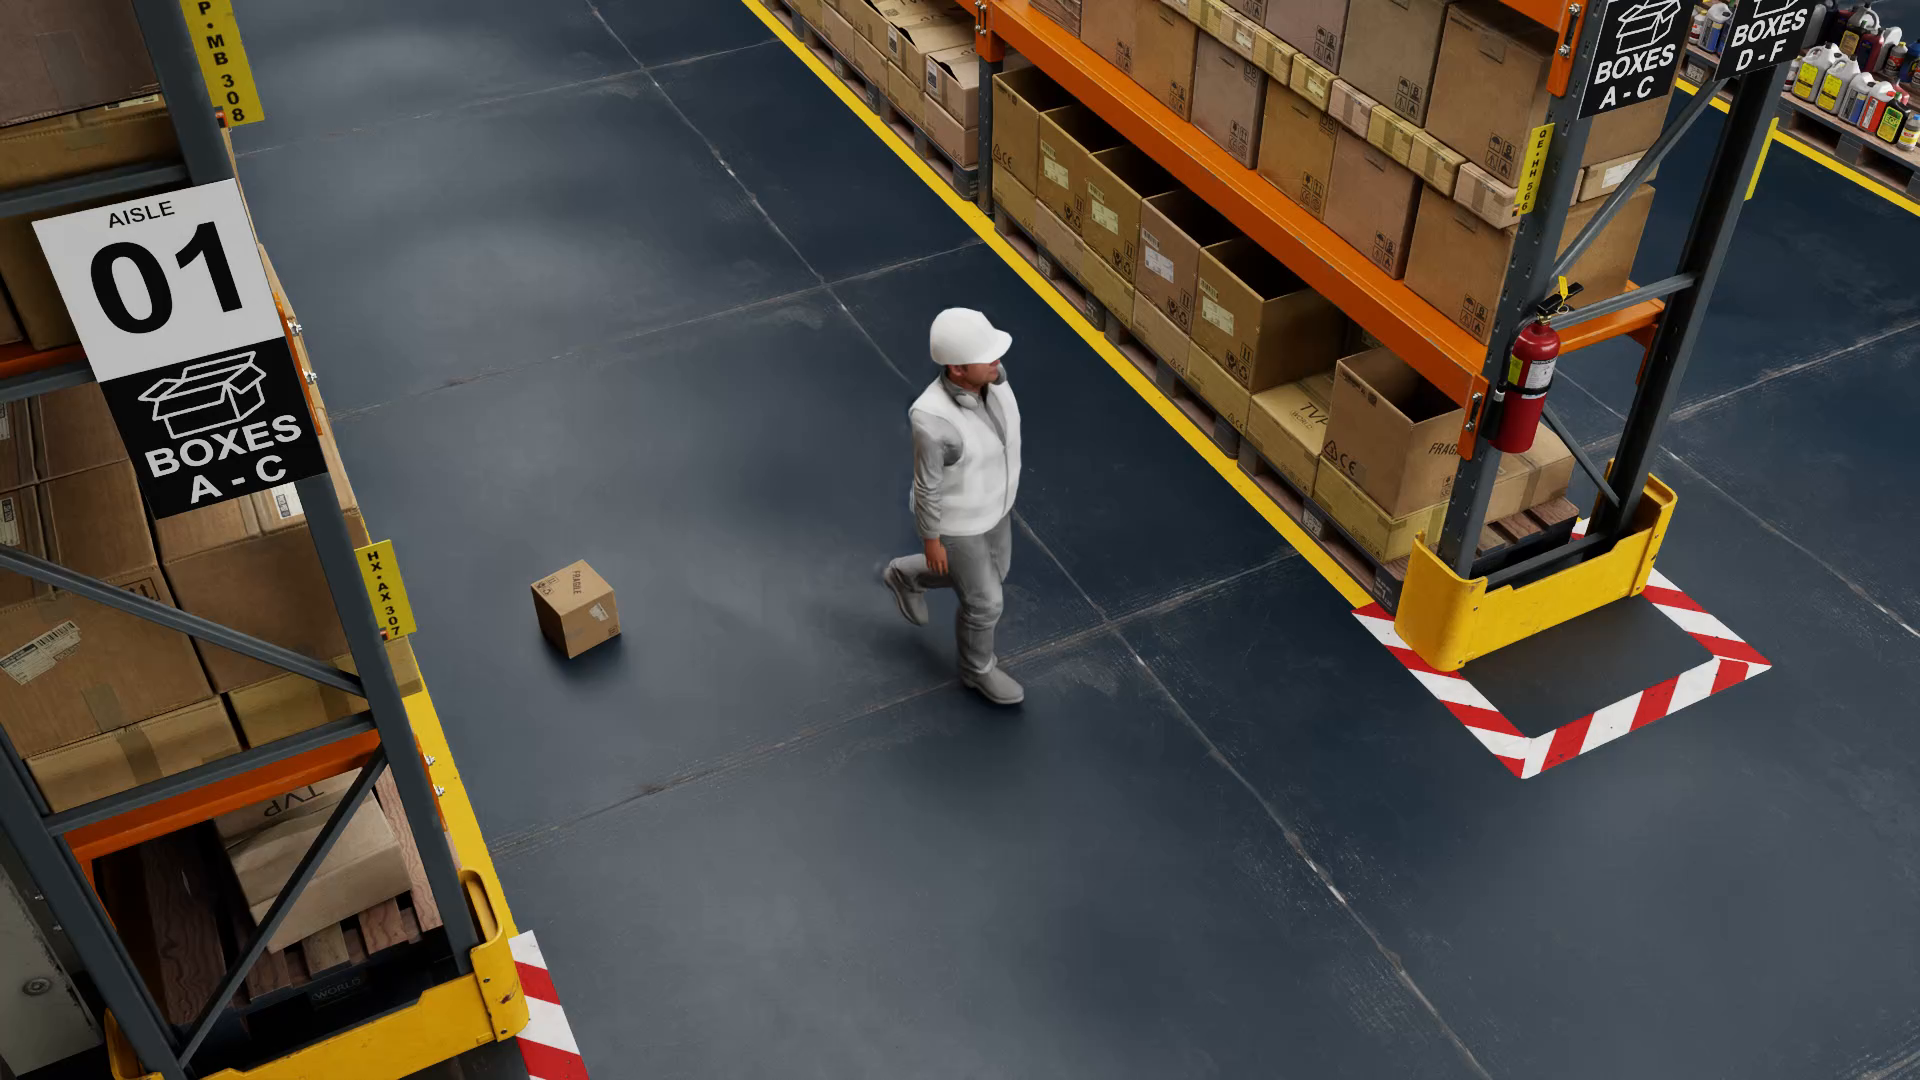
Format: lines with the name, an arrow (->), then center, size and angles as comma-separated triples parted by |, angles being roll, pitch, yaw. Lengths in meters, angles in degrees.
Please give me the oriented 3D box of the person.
person -> -0.028, -0.166, 6.307 | 0.743, 1.755, 0.549 | 21, 45, 23
